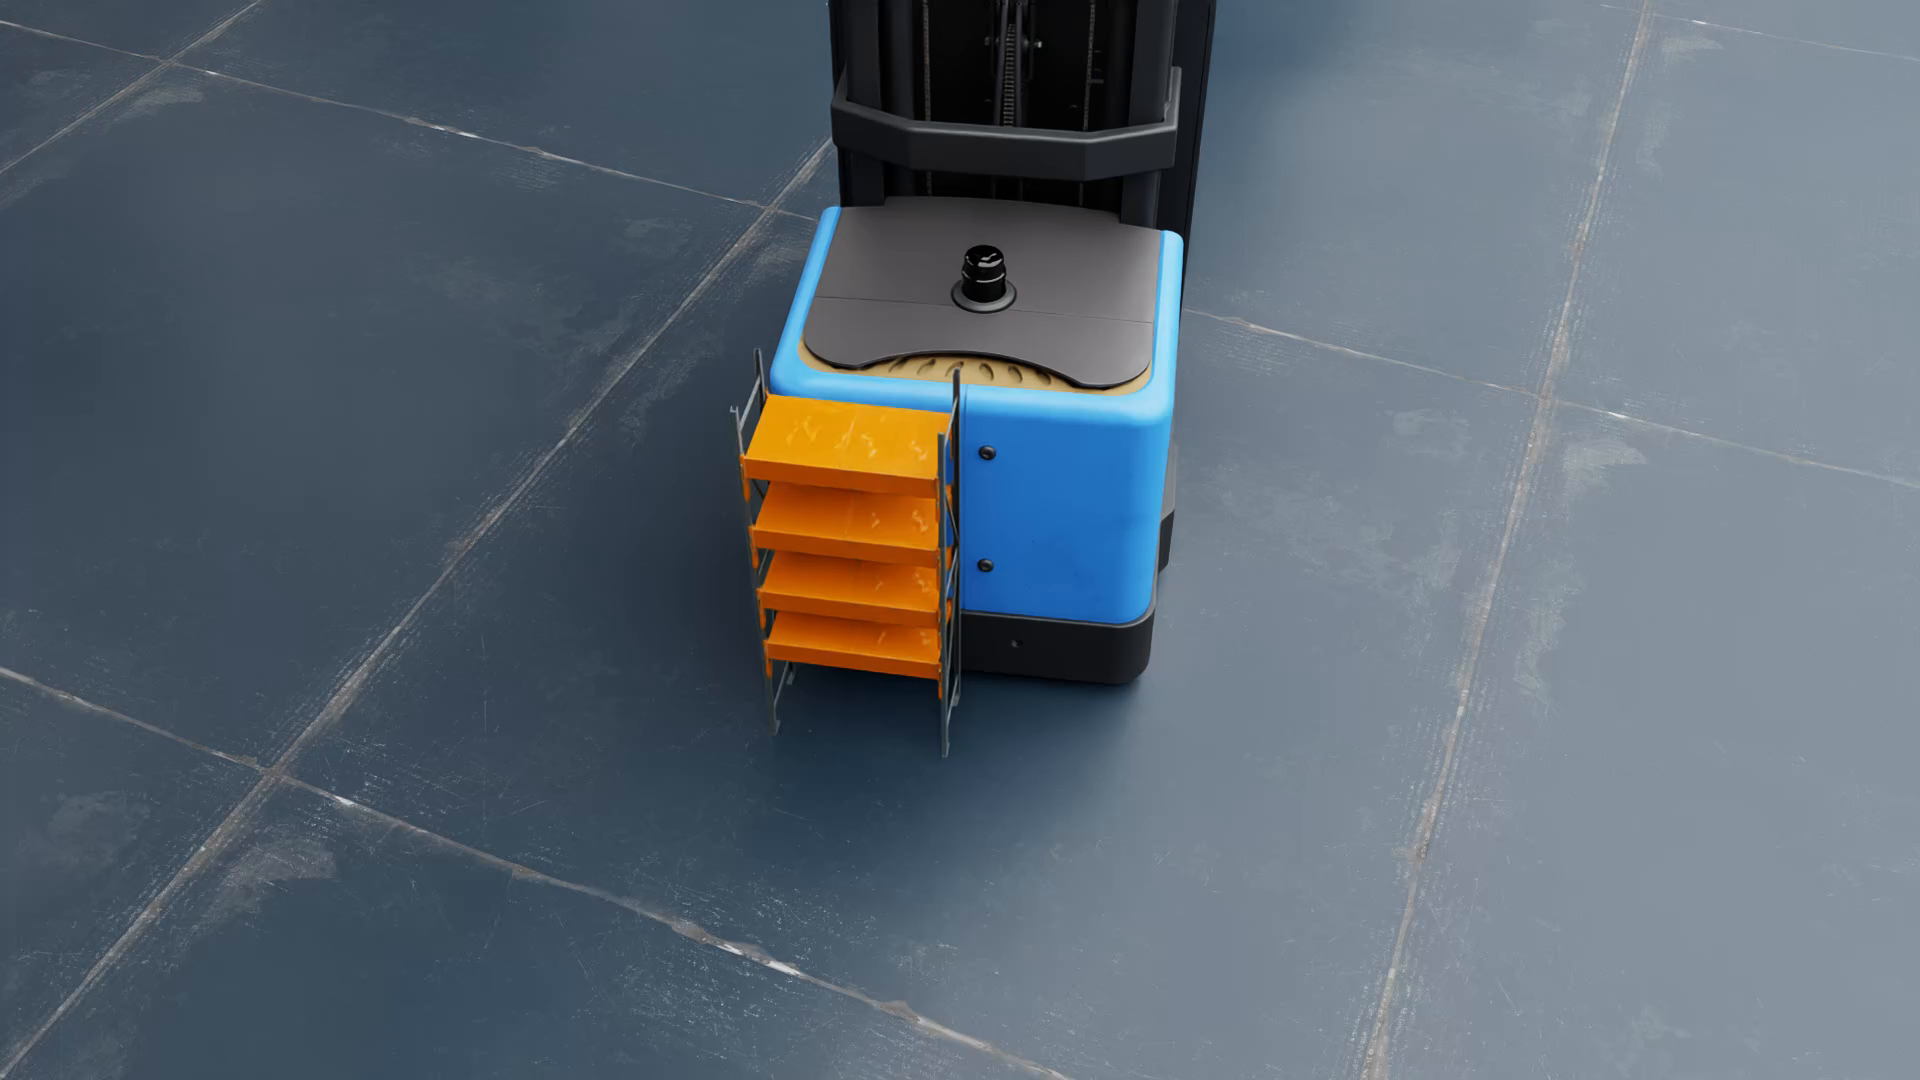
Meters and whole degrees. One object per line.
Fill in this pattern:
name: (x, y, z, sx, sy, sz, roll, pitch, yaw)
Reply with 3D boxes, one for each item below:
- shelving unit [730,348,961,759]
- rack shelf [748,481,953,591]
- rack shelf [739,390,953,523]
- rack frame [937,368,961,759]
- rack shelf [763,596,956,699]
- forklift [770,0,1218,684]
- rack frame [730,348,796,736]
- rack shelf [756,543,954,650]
shelving unit: (-0.266, 0.073, 4.326, 0.503, 1.200, 0.258, 7, 45, 7)
rack shelf: (-0.266, -0.038, 4.216, 0.480, 0.148, 0.258, 7, 45, 7)
rack shelf: (-0.266, -0.206, 4.049, 0.480, 0.148, 0.258, 7, 45, 7)
rack frame: (-0.025, 0.100, 4.298, 0.015, 1.200, 0.240, 7, 45, 7)
rack shelf: (-0.266, 0.261, 4.514, 0.480, 0.148, 0.258, 7, 45, 7)
forklift: (0.205, -1.675, 4.856, 1.130, 2.935, 3.031, 5, 45, 5)
rack frame: (-0.507, 0.045, 4.354, 0.015, 1.200, 0.240, 7, 45, 7)
rack shelf: (-0.266, 0.120, 4.374, 0.480, 0.148, 0.258, 7, 45, 7)
